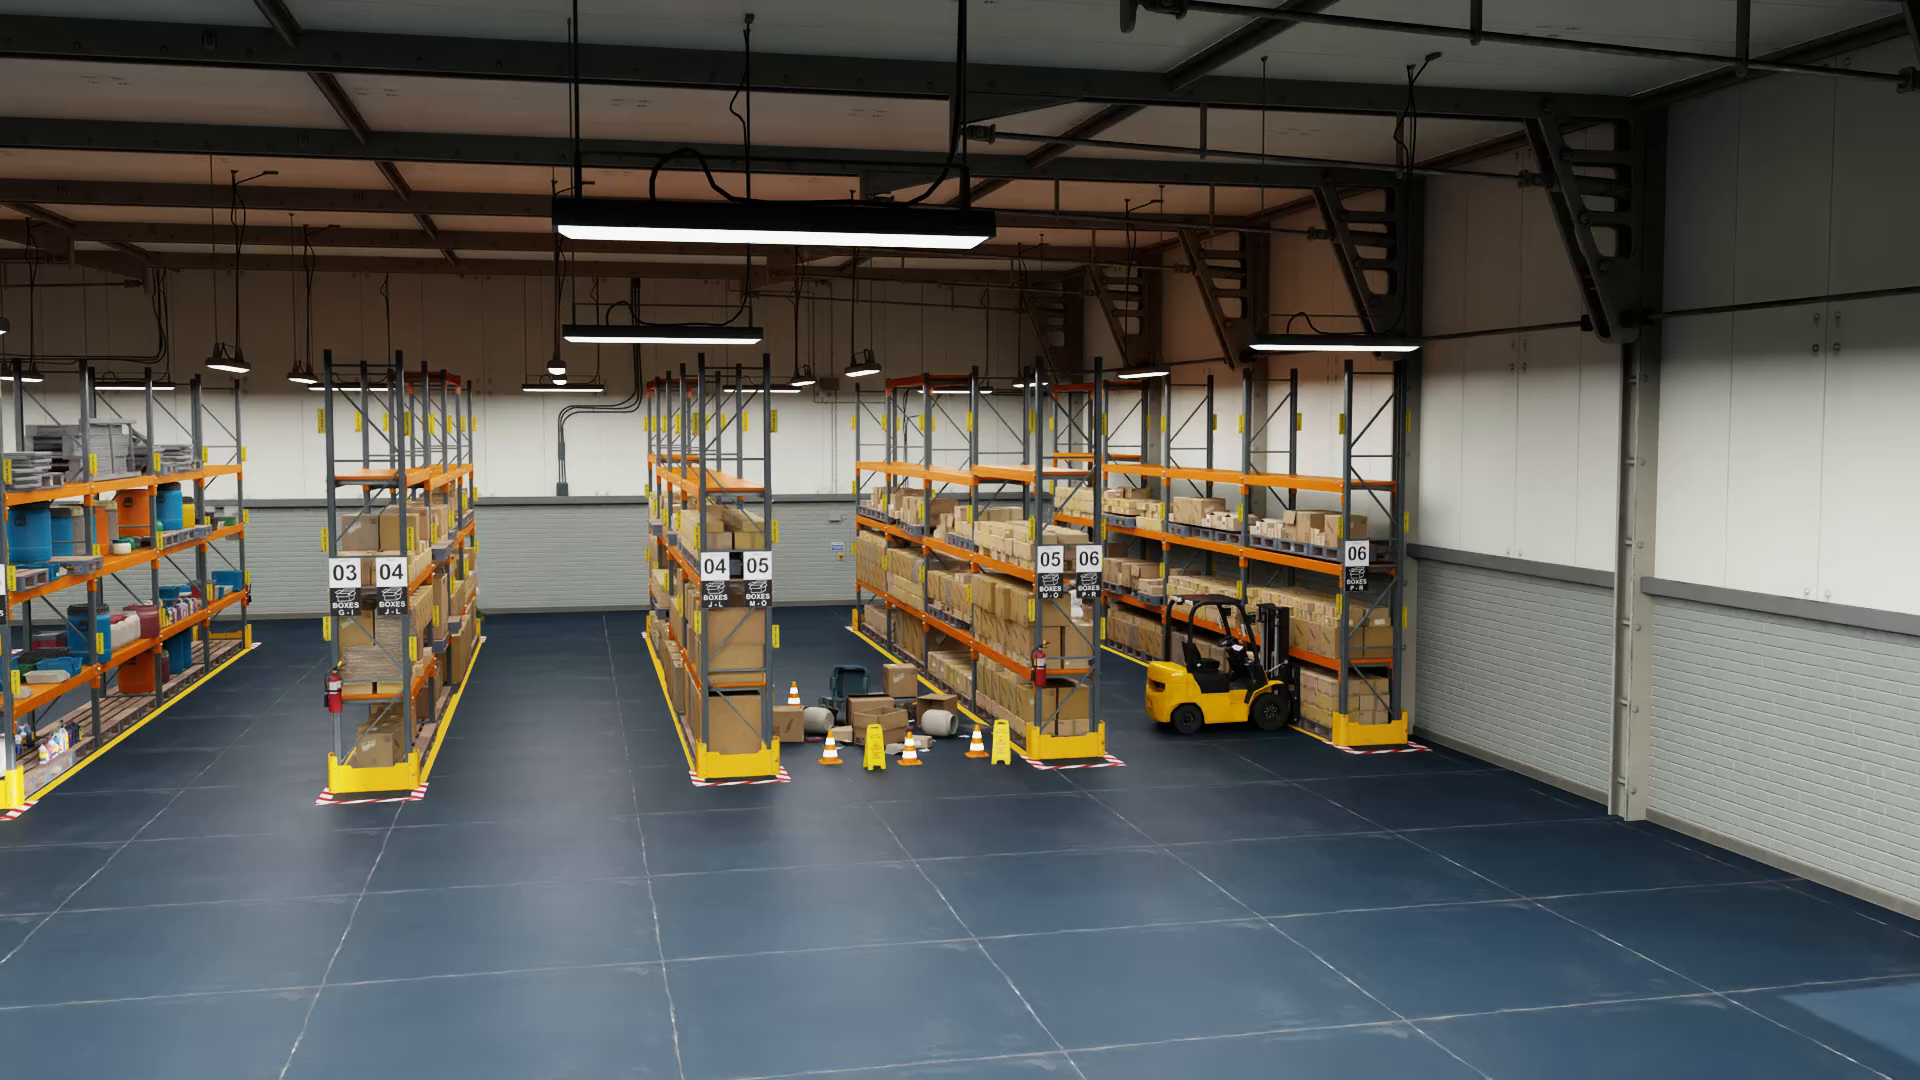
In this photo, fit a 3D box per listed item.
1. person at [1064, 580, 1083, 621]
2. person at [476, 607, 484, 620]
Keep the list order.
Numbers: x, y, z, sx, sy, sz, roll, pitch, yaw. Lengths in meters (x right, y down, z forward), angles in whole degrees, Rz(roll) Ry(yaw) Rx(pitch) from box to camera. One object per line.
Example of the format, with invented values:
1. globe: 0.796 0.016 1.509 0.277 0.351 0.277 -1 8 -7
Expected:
1. person: 2.434 1.689 35.716 0.460 1.663 0.535 3 5 39
2. person: -12.508 1.247 41.648 1.138 1.706 0.510 -2 4 -27
